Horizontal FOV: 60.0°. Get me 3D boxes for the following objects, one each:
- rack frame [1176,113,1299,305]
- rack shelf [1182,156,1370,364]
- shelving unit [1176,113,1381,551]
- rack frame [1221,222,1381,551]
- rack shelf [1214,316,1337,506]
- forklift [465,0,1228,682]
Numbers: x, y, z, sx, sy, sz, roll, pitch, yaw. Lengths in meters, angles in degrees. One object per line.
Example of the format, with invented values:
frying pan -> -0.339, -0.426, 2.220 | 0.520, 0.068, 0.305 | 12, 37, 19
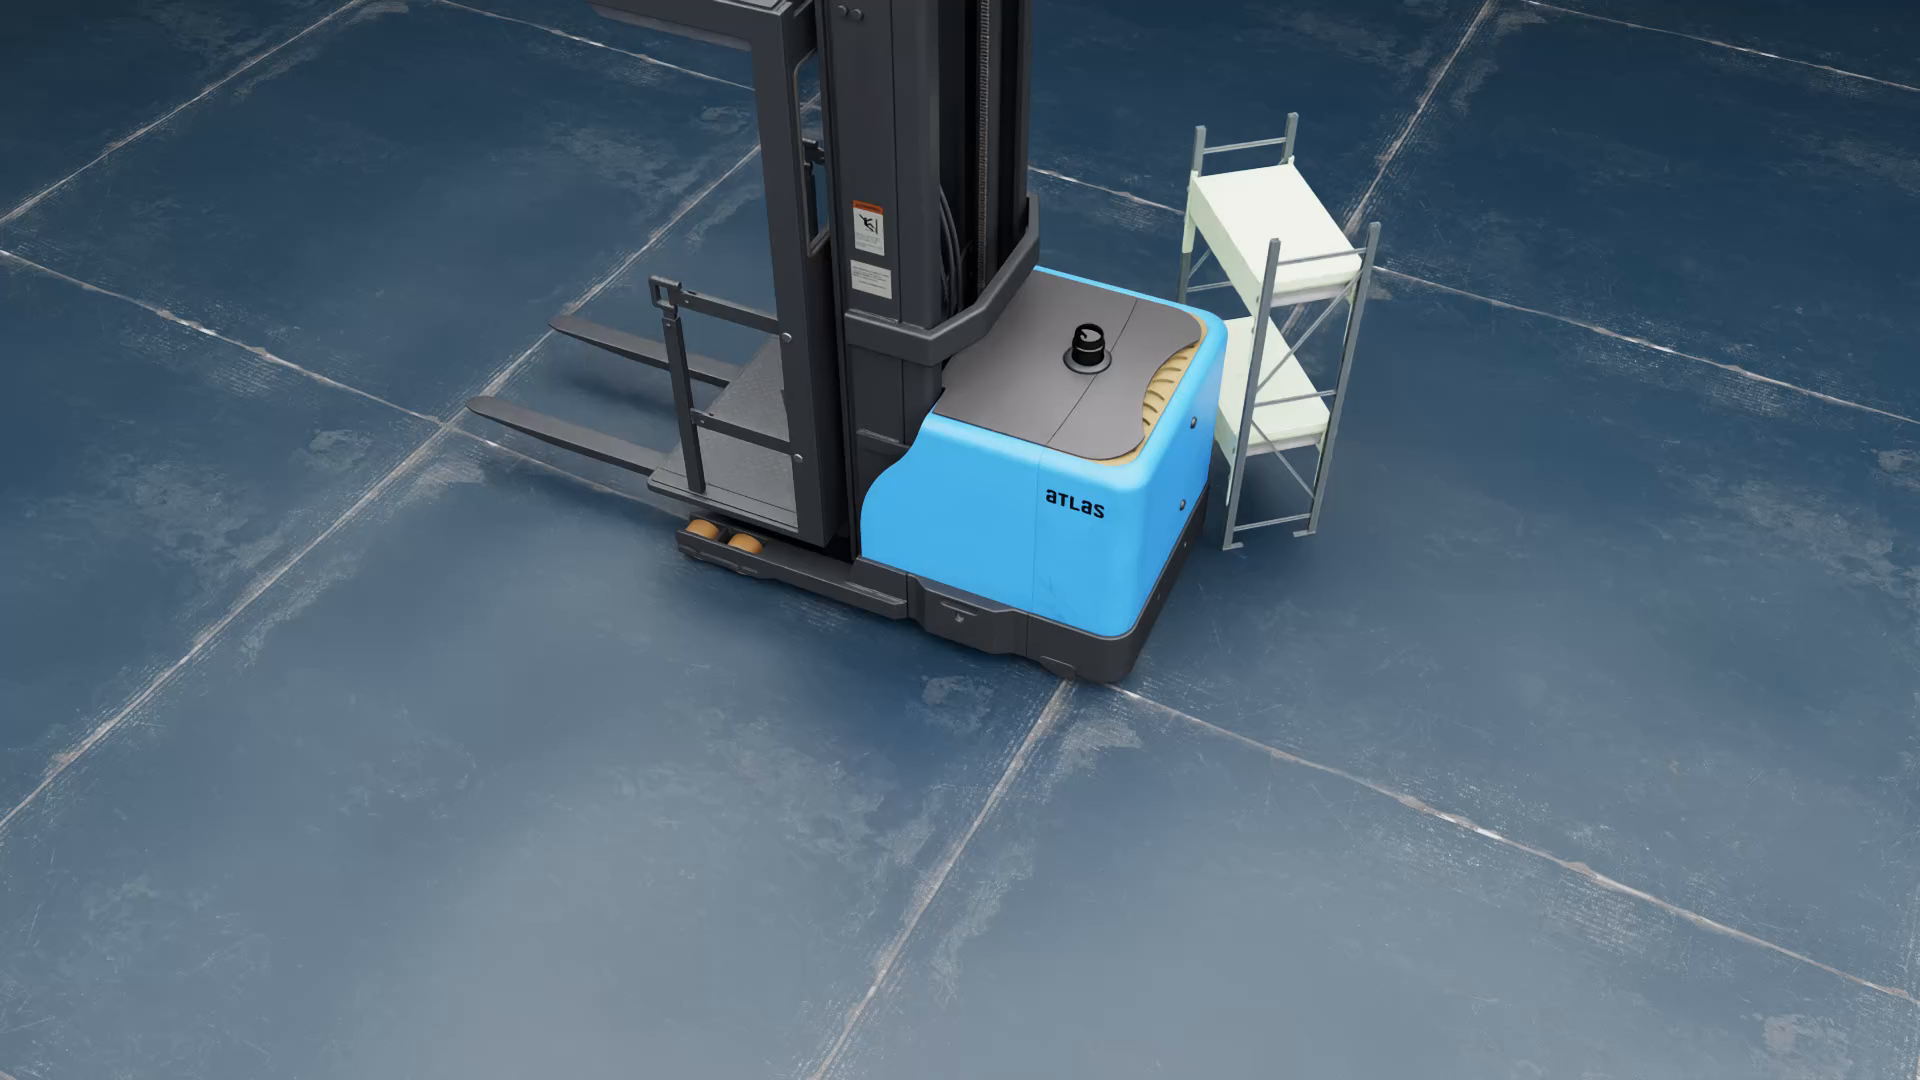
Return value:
rack frame -> 1.068, -1.030, 6.713 | 0.400, 1.500, 0.023 | -10, 46, -10
rack shelf -> 1.159, -1.052, 6.186 | 0.431, 0.370, 0.720 | -10, 46, -10
shelving unit -> 1.159, -0.777, 6.464 | 0.431, 1.500, 0.755 | -10, 46, -10
rack frame -> 1.250, -0.525, 6.215 | 0.400, 1.500, 0.023 | -10, 46, -10
rack shelf -> 1.159, -0.548, 6.696 | 0.431, 0.370, 0.720 | -10, 46, -10
forklift -> -0.570, -1.215, 5.890 | 3.031, 2.935, 1.130 | 18, 48, 17
